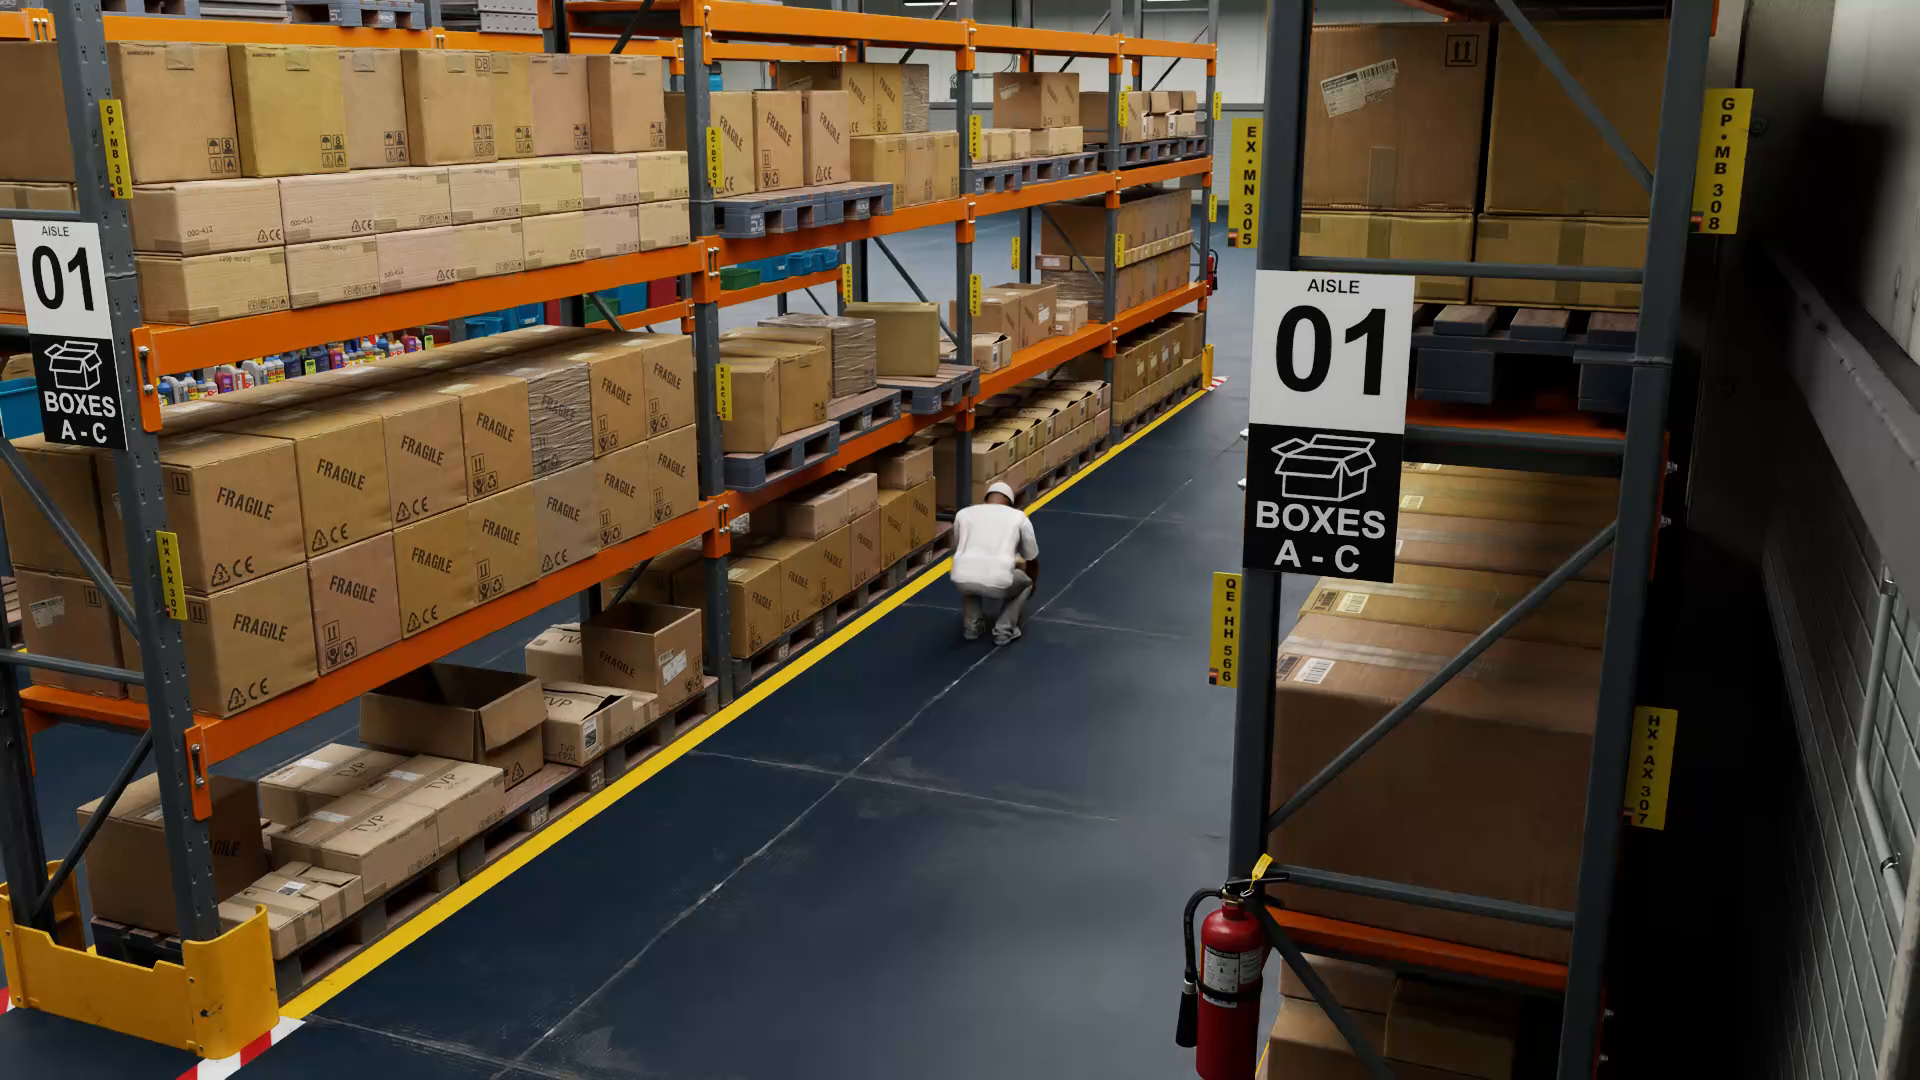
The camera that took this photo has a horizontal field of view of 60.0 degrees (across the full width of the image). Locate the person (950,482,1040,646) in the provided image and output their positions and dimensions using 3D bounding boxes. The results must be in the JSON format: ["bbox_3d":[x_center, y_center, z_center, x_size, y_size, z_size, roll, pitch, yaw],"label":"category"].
[{"bbox_3d":[0.206,0.155,11.375,0.586,1.001,0.894,6,16,20],"label":"person"}]
